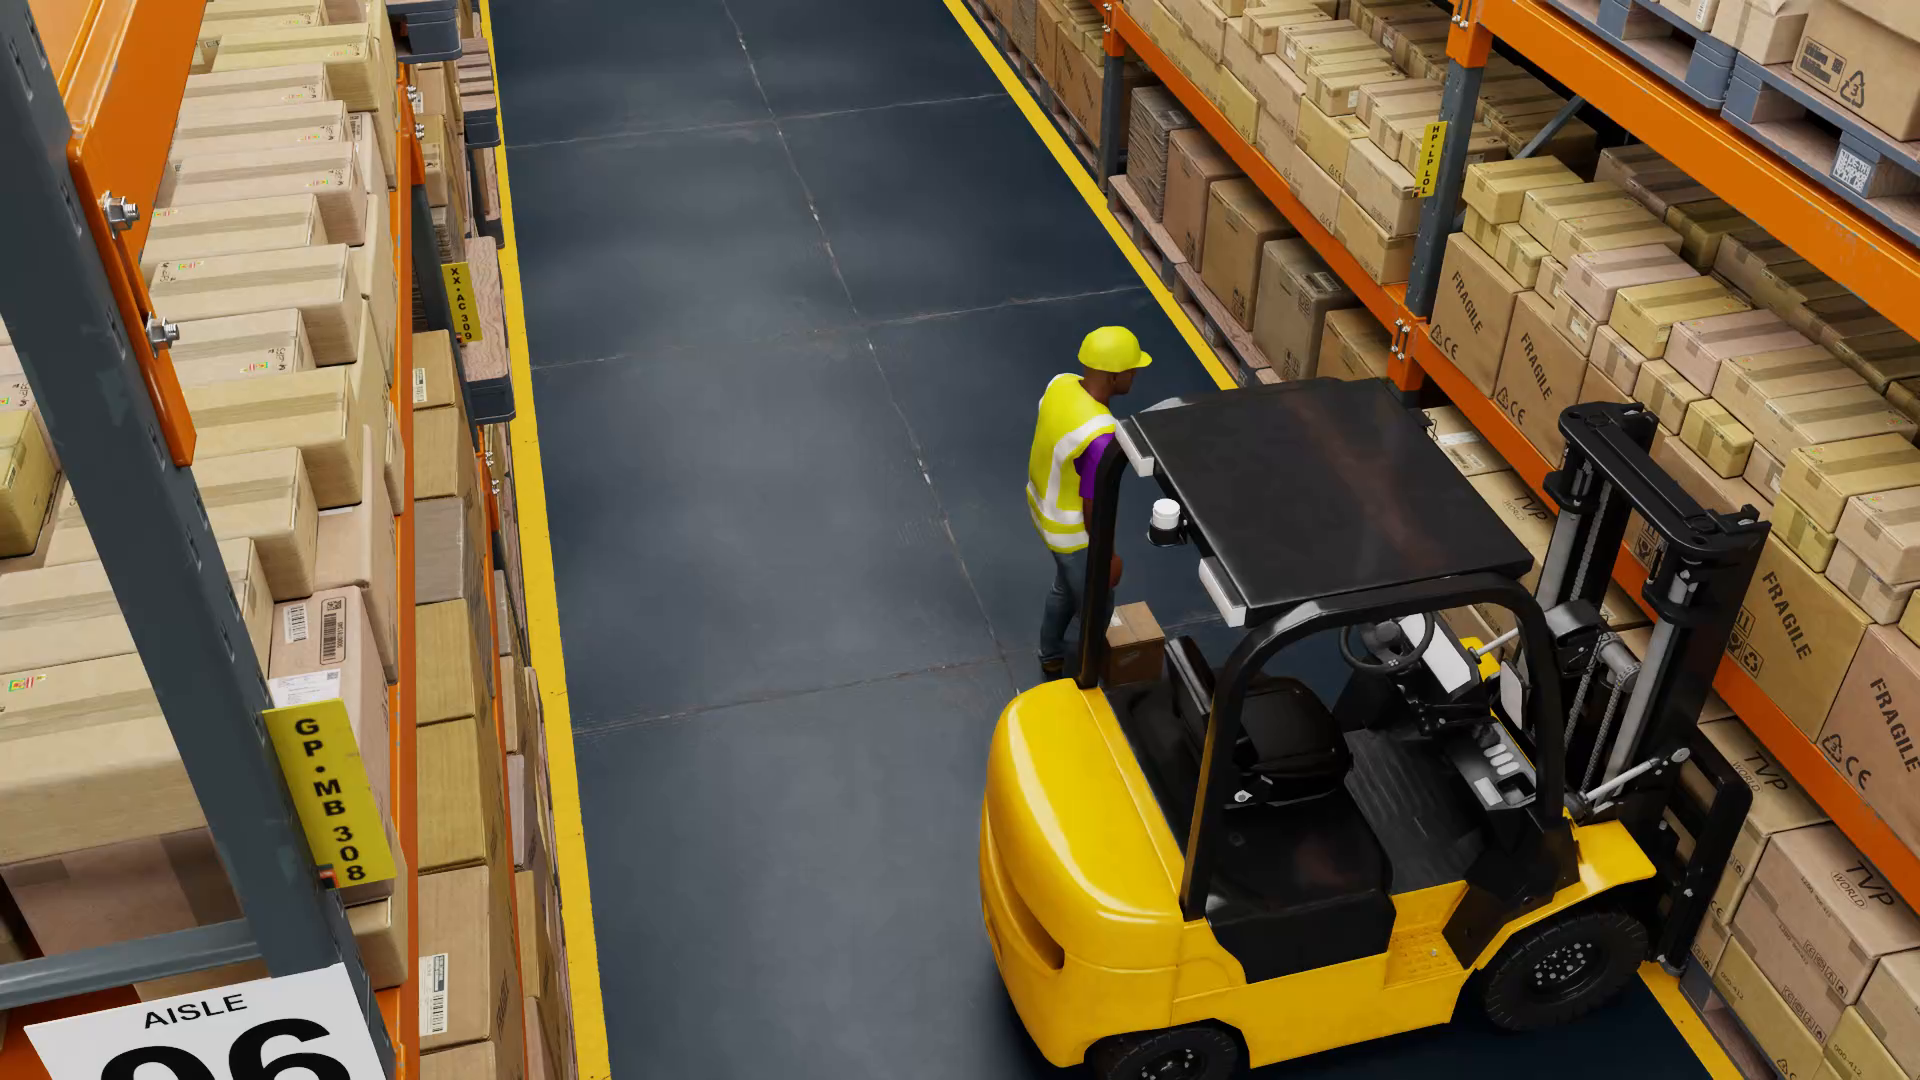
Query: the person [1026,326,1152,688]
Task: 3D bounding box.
[{"bbox_3d":[0.518,-0.083,6.807,0.461,1.760,0.626,-9,39,-12],"label":"person"}]
